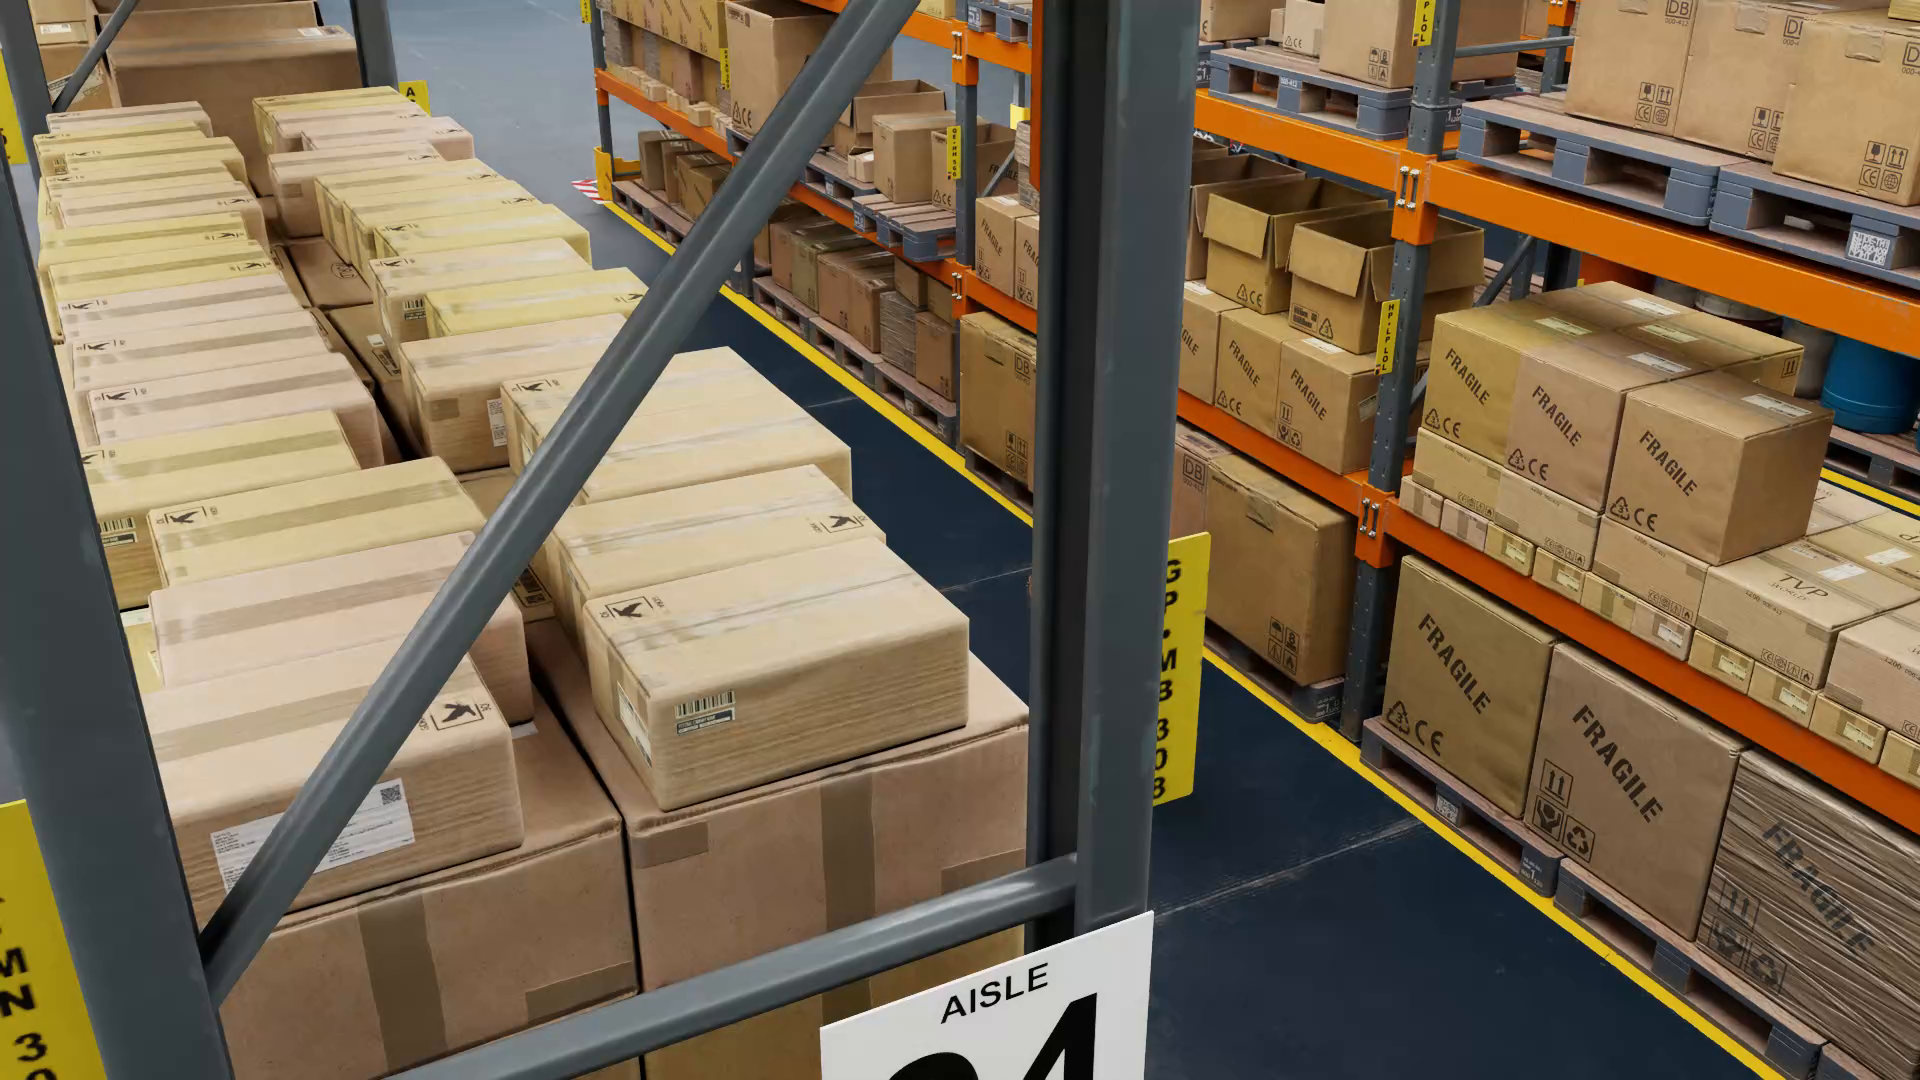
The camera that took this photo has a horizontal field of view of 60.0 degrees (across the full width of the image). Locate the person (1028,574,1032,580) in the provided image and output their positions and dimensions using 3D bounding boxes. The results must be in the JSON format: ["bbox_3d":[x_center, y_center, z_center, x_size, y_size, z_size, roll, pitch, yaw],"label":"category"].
[{"bbox_3d":[0.520,0.236,7.573,0.524,1.669,0.550,-14,29,-27],"label":"person"}]
